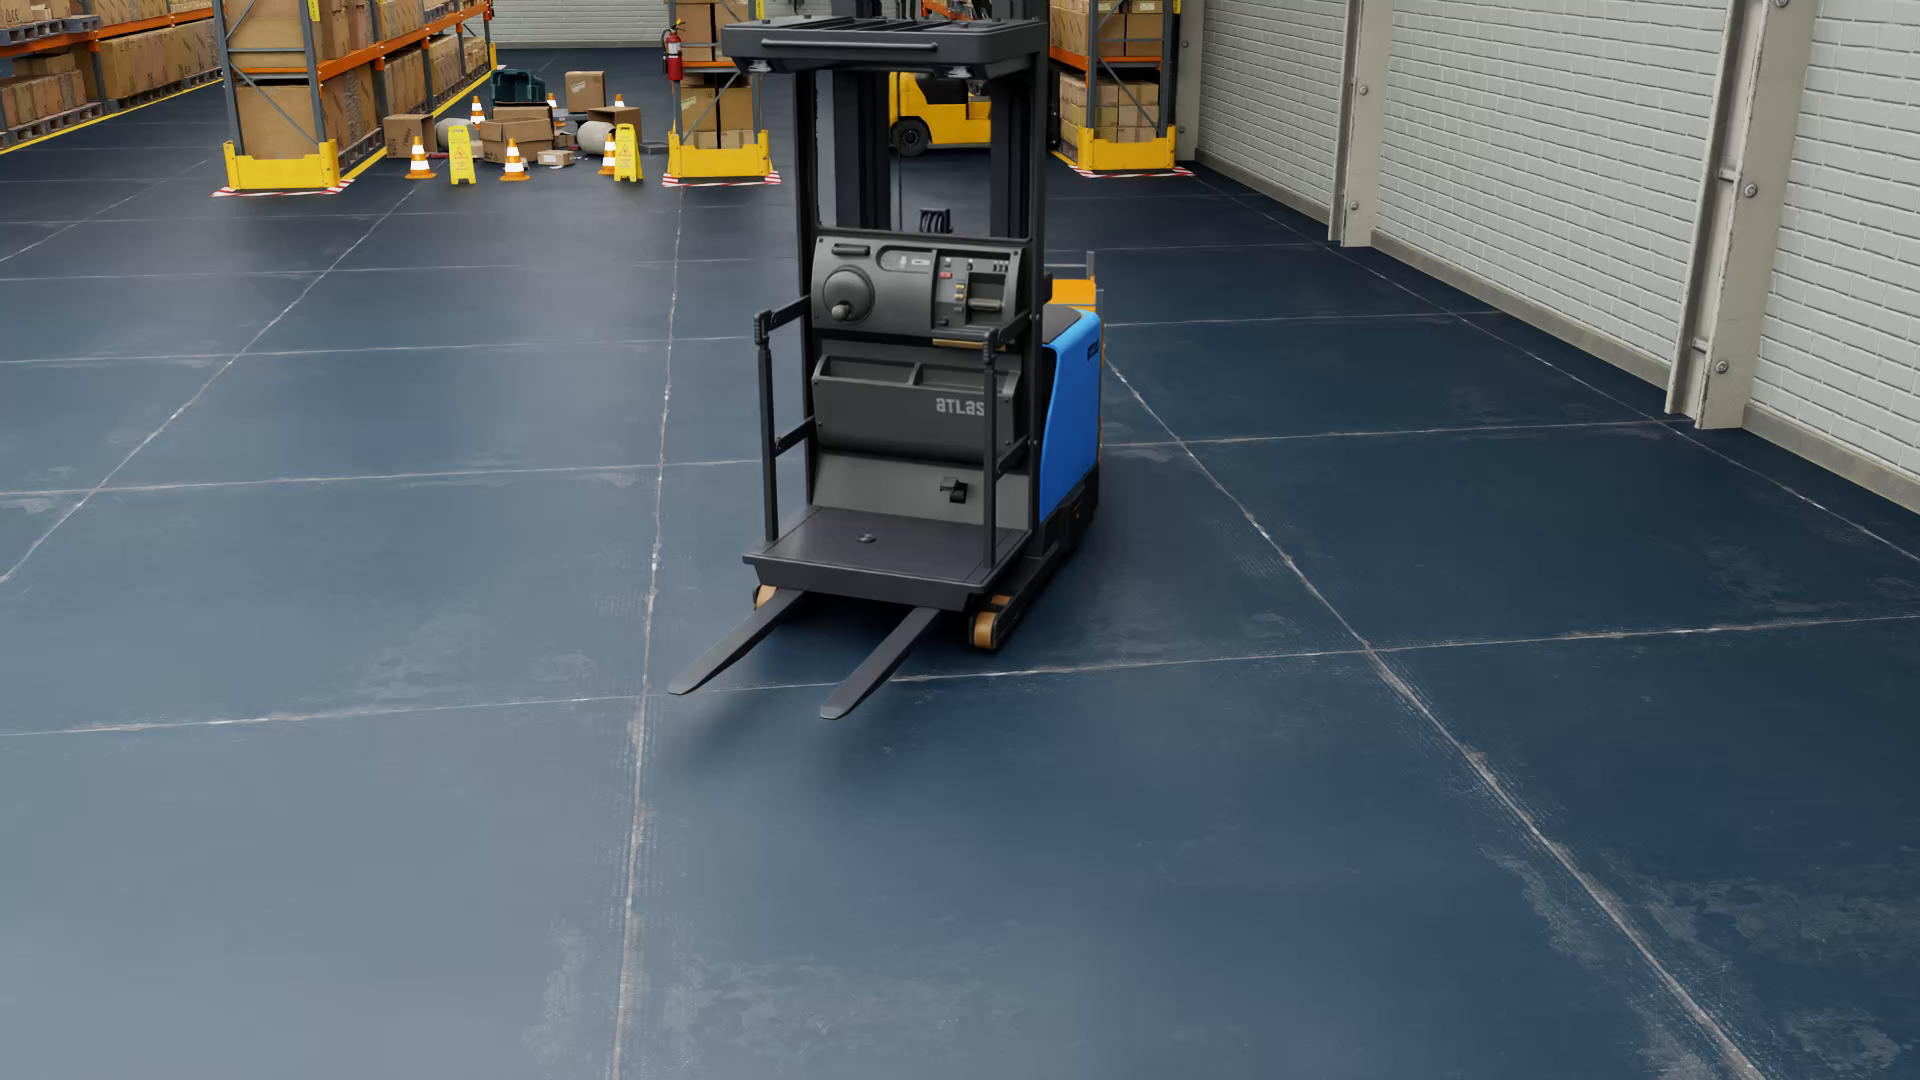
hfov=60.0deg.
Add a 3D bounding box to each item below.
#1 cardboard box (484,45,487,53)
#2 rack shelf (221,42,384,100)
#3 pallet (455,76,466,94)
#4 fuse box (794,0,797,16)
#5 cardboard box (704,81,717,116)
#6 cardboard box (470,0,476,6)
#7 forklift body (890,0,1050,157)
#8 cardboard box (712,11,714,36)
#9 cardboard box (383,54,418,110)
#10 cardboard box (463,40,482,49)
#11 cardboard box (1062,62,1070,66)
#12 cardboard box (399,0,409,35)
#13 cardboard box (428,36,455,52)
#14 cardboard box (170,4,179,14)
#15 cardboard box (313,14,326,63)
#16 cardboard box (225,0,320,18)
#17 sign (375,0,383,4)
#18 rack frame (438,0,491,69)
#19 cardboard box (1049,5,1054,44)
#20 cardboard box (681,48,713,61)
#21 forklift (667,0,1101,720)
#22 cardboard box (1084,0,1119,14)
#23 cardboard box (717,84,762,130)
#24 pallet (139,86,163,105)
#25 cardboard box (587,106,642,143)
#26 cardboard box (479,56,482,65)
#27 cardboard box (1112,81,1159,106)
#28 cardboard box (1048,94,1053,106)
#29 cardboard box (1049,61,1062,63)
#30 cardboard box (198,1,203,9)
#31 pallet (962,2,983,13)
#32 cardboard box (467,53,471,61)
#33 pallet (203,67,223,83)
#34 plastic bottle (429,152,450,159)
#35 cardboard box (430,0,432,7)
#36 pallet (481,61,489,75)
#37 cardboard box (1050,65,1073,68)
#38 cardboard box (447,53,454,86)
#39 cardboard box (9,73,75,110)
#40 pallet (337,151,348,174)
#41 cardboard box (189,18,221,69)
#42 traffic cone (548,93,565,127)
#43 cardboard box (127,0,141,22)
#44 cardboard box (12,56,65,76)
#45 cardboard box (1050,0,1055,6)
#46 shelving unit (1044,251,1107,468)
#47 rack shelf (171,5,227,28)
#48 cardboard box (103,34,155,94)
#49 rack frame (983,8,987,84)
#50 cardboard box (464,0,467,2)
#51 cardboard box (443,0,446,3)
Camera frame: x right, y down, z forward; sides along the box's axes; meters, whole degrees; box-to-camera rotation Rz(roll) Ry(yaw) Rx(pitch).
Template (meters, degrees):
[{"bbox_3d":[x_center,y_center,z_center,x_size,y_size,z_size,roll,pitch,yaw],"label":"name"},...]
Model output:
[{"bbox_3d":[-9.696,-9.852,33.355,0.380,0.149,0.250,-3,21,-9],"label":"cardboard box"},{"bbox_3d":[-8.036,-5.835,20.581,1.077,0.370,4.000,-3,21,-8],"label":"rack shelf"},{"bbox_3d":[-9.364,-8.059,29.491,1.003,0.211,1.213,-3,21,-8],"label":"pallet"},{"bbox_3d":[-3.907,-12.707,39.793,0.539,1.711,0.414,-3,21,-8],"label":"fuse box"},{"bbox_3d":[-3.316,-5.469,20.830,0.500,0.500,0.500,-2,21,-6],"label":"cardboard box"},{"bbox_3d":[-9.609,-10.449,32.265,0.380,0.149,0.250,-4,21,-10],"label":"cardboard box"},{"bbox_3d":[-0.032,-6.183,21.697,2.313,2.155,1.214,-3,21,-8],"label":"forklift body"},{"bbox_3d":[-2.971,-6.837,21.666,0.500,0.500,0.500,-2,21,-6],"label":"cardboard box"},{"bbox_3d":[-8.773,-6.875,24.950,1.050,0.750,0.750,-3,21,-7],"label":"cardboard box"},{"bbox_3d":[-9.517,-9.633,32.344,0.380,0.149,0.250,-2,21,-6],"label":"cardboard box"},{"bbox_3d":[1.733,-6.617,23.547,0.500,0.250,0.500,-3,21,-7],"label":"cardboard box"},{"bbox_3d":[-8.350,-7.631,24.217,0.500,0.500,0.500,-3,21,-7],"label":"cardboard box"},{"bbox_3d":[-9.059,-8.588,28.823,0.500,0.250,0.500,-2,21,-5],"label":"cardboard box"},{"bbox_3d":[-14.114,-9.421,29.512,0.380,0.149,0.250,-3,21,-8],"label":"cardboard box"},{"bbox_3d":[-7.947,-5.866,19.419,0.875,0.550,0.550,-3,21,-8],"label":"cardboard box"},{"bbox_3d":[-7.763,-6.186,18.735,0.875,0.550,0.550,-3,21,-8],"label":"cardboard box"},{"bbox_3d":[-7.776,-7.336,22.220,0.100,0.325,0.005,-3,21,-8],"label":"sign"},{"bbox_3d":[-10.055,-11.019,33.433,1.000,3.000,0.127,-3,21,-8],"label":"rack frame"},{"bbox_3d":[1.442,-6.926,22.331,0.500,0.500,0.500,-3,21,-8],"label":"cardboard box"},{"bbox_3d":[-3.130,-5.765,19.724,0.380,0.149,0.250,-2,21,-6],"label":"cardboard box"},{"bbox_3d":[-0.260,-1.069,6.890,1.130,2.935,3.031,7,22,18],"label":"forklift"},{"bbox_3d":[1.720,-6.473,20.189,0.380,0.149,0.250,-3,21,-7],"label":"cardboard box"},{"bbox_3d":[-2.711,-5.326,20.446,0.500,0.500,0.500,-4,21,-10],"label":"cardboard box"},{"bbox_3d":[-14.036,-7.426,27.798,1.003,0.211,1.213,-3,21,-8],"label":"pallet"},{"bbox_3d":[-4.633,-5.540,22.331,0.500,0.500,0.500,12,24,29],"label":"cardboard box"},{"bbox_3d":[-9.535,-9.359,32.462,0.380,0.149,0.250,-4,21,-10],"label":"cardboard box"},{"bbox_3d":[2.165,-5.569,20.740,0.500,0.250,0.500,-3,21,-9],"label":"cardboard box"},{"bbox_3d":[1.442,-5.837,22.172,0.500,0.250,0.500,-3,21,-8],"label":"cardboard box"},{"bbox_3d":[1.280,-6.934,25.289,0.875,0.625,0.625,-3,21,-8],"label":"cardboard box"},{"bbox_3d":[-14.340,-9.960,30.957,0.380,0.149,0.250,-4,21,-9],"label":"cardboard box"},{"bbox_3d":[0.609,-9.369,29.288,1.003,0.211,1.213,-3,21,-8],"label":"pallet"},{"bbox_3d":[-9.462,-9.132,31.429,0.380,0.149,0.250,-2,21,-5],"label":"cardboard box"},{"bbox_3d":[-14.612,-8.804,31.485,1.003,0.211,1.213,-3,21,-8],"label":"pallet"},{"bbox_3d":[-6.657,-4.937,21.346,0.283,0.061,0.133,-11,23,-26],"label":"plastic bottle"},{"bbox_3d":[-8.925,-8.865,27.424,0.380,0.149,0.250,-2,21,-6],"label":"cardboard box"},{"bbox_3d":[-9.961,-9.404,33.092,1.003,0.211,1.213,-3,21,-8],"label":"pallet"},{"bbox_3d":[1.293,-6.417,23.011,0.500,0.250,0.500,-3,21,-8],"label":"cardboard box"},{"bbox_3d":[-8.979,-8.061,28.485,0.500,0.500,0.500,-3,21,-9],"label":"cardboard box"},{"bbox_3d":[-13.615,-6.647,24.670,0.700,0.500,0.500,-5,21,-12],"label":"cardboard box"},{"bbox_3d":[-7.941,-4.446,19.819,1.003,0.211,1.213,-3,21,-8],"label":"pallet"},{"bbox_3d":[-14.675,-9.473,31.729,0.875,0.875,0.875,-3,21,-8],"label":"cardboard box"},{"bbox_3d":[-6.036,-6.370,24.609,0.336,0.463,0.334,-3,21,-8],"label":"traffic cone"},{"bbox_3d":[-13.849,-8.792,27.326,0.500,0.500,0.500,-3,21,-8],"label":"cardboard box"},{"bbox_3d":[-13.611,-7.007,24.562,0.500,0.250,0.500,-1,20,-2],"label":"cardboard box"},{"bbox_3d":[1.412,-7.183,22.092,0.380,0.149,0.250,-4,21,-9],"label":"cardboard box"},{"bbox_3d":[0.490,-0.913,9.054,0.538,1.125,1.048,1,20,1],"label":"shelving unit"},{"bbox_3d":[-14.689,-9.775,31.129,1.077,0.370,4.000,-3,21,-8],"label":"rack shelf"},{"bbox_3d":[-14.024,-7.785,27.209,1.225,0.875,0.875,-3,21,-8],"label":"cardboard box"},{"bbox_3d":[0.894,-8.786,27.453,1.000,3.000,0.127,-3,21,-8],"label":"rack frame"},{"bbox_3d":[-9.378,-10.176,30.606,0.500,0.500,0.500,-3,21,-8],"label":"cardboard box"},{"bbox_3d":[-9.153,-9.410,28.882,0.380,0.149,0.250,-3,21,-8],"label":"cardboard box"}]
